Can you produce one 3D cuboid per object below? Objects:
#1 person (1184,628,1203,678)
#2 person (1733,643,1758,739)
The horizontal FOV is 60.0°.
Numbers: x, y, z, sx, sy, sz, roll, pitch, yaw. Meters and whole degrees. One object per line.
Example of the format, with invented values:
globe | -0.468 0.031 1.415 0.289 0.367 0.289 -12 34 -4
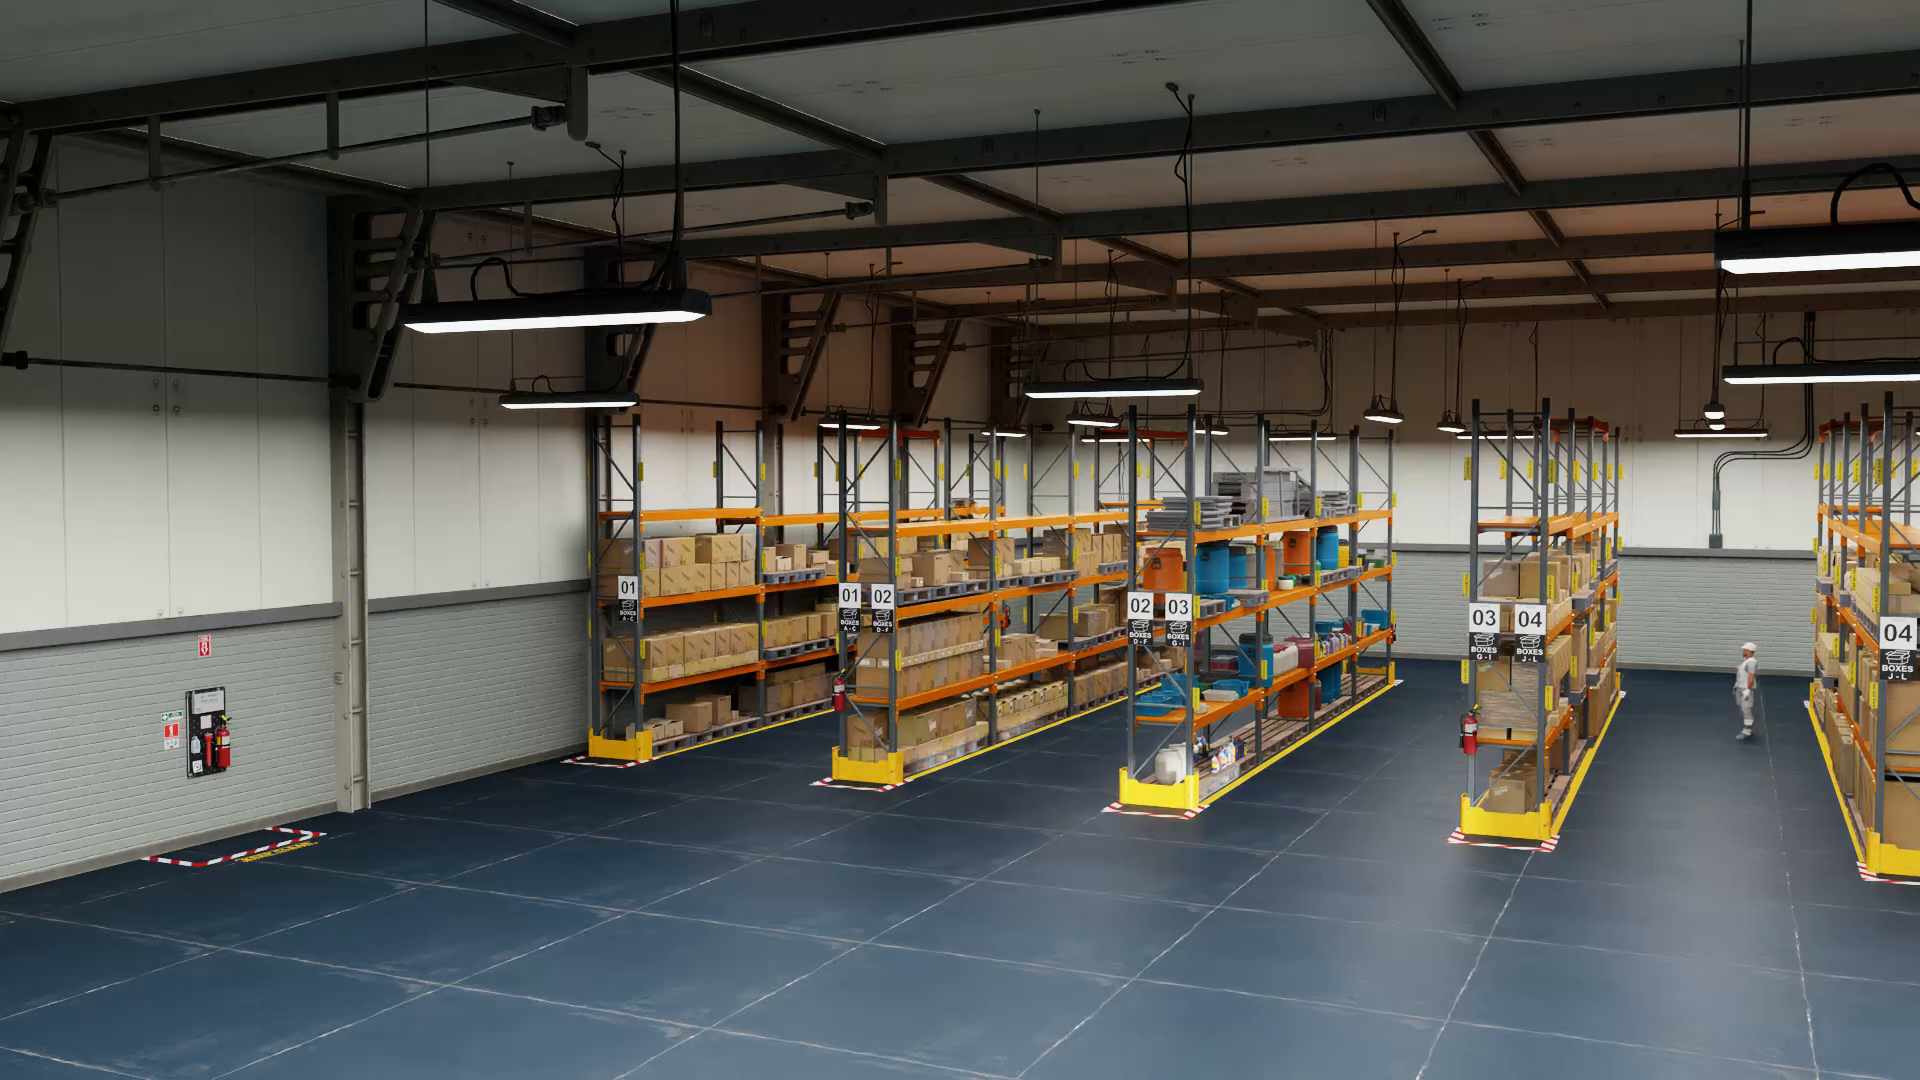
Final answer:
person | 5.338 2.668 37.793 0.486 1.591 0.676 0 2 -5
person | 14.772 2.828 31.298 0.497 1.801 0.567 0 2 -9
